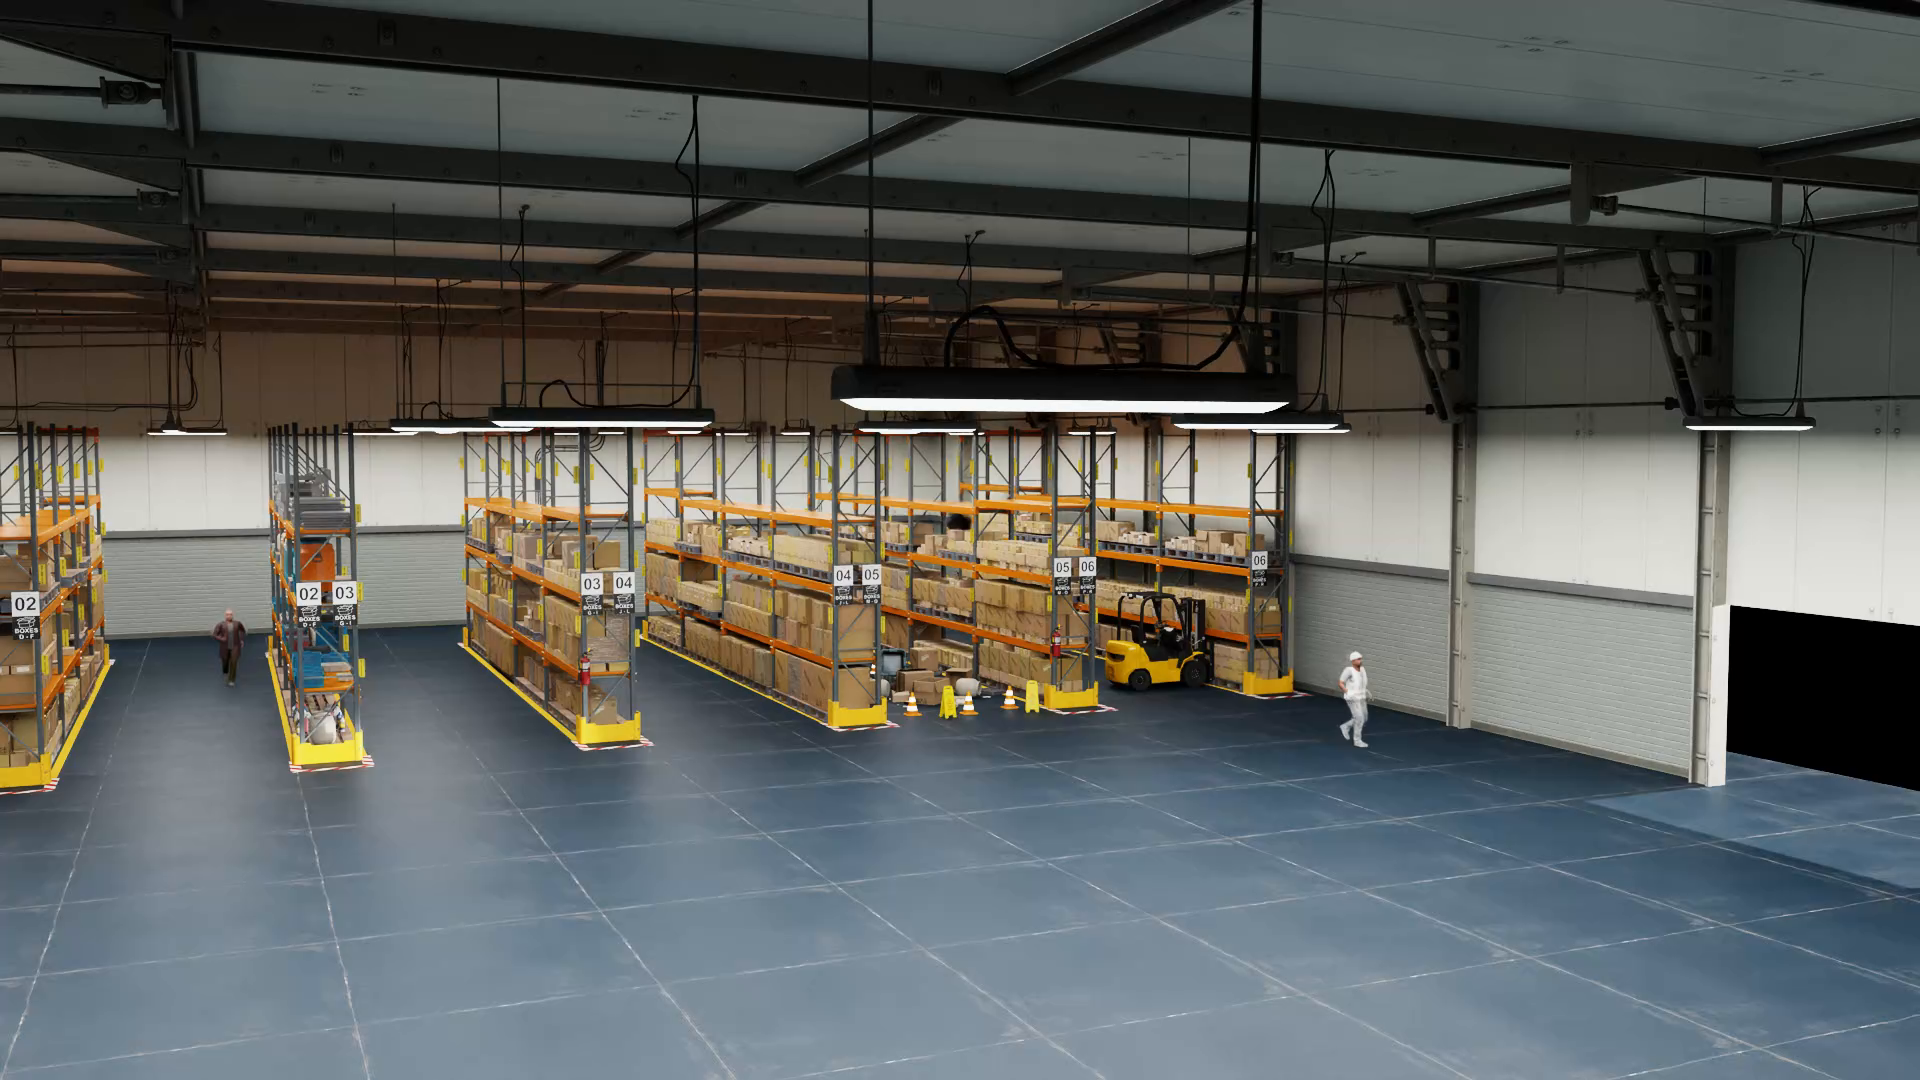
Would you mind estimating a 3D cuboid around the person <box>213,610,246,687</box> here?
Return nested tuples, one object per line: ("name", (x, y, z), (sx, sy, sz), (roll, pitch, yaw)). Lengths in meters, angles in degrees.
("person", (-16.895, 2.492, 38.474), (0.718, 1.746, 0.833), (-2, 4, -28))

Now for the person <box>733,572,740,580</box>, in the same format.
("person", (-6.756, 1.824, 49.957), (0.697, 1.710, 0.627), (-2, 4, -26))

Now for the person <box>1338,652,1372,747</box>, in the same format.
("person", (7.311, 2.953, 30.937), (0.705, 1.749, 0.696), (-3, 5, -40))
